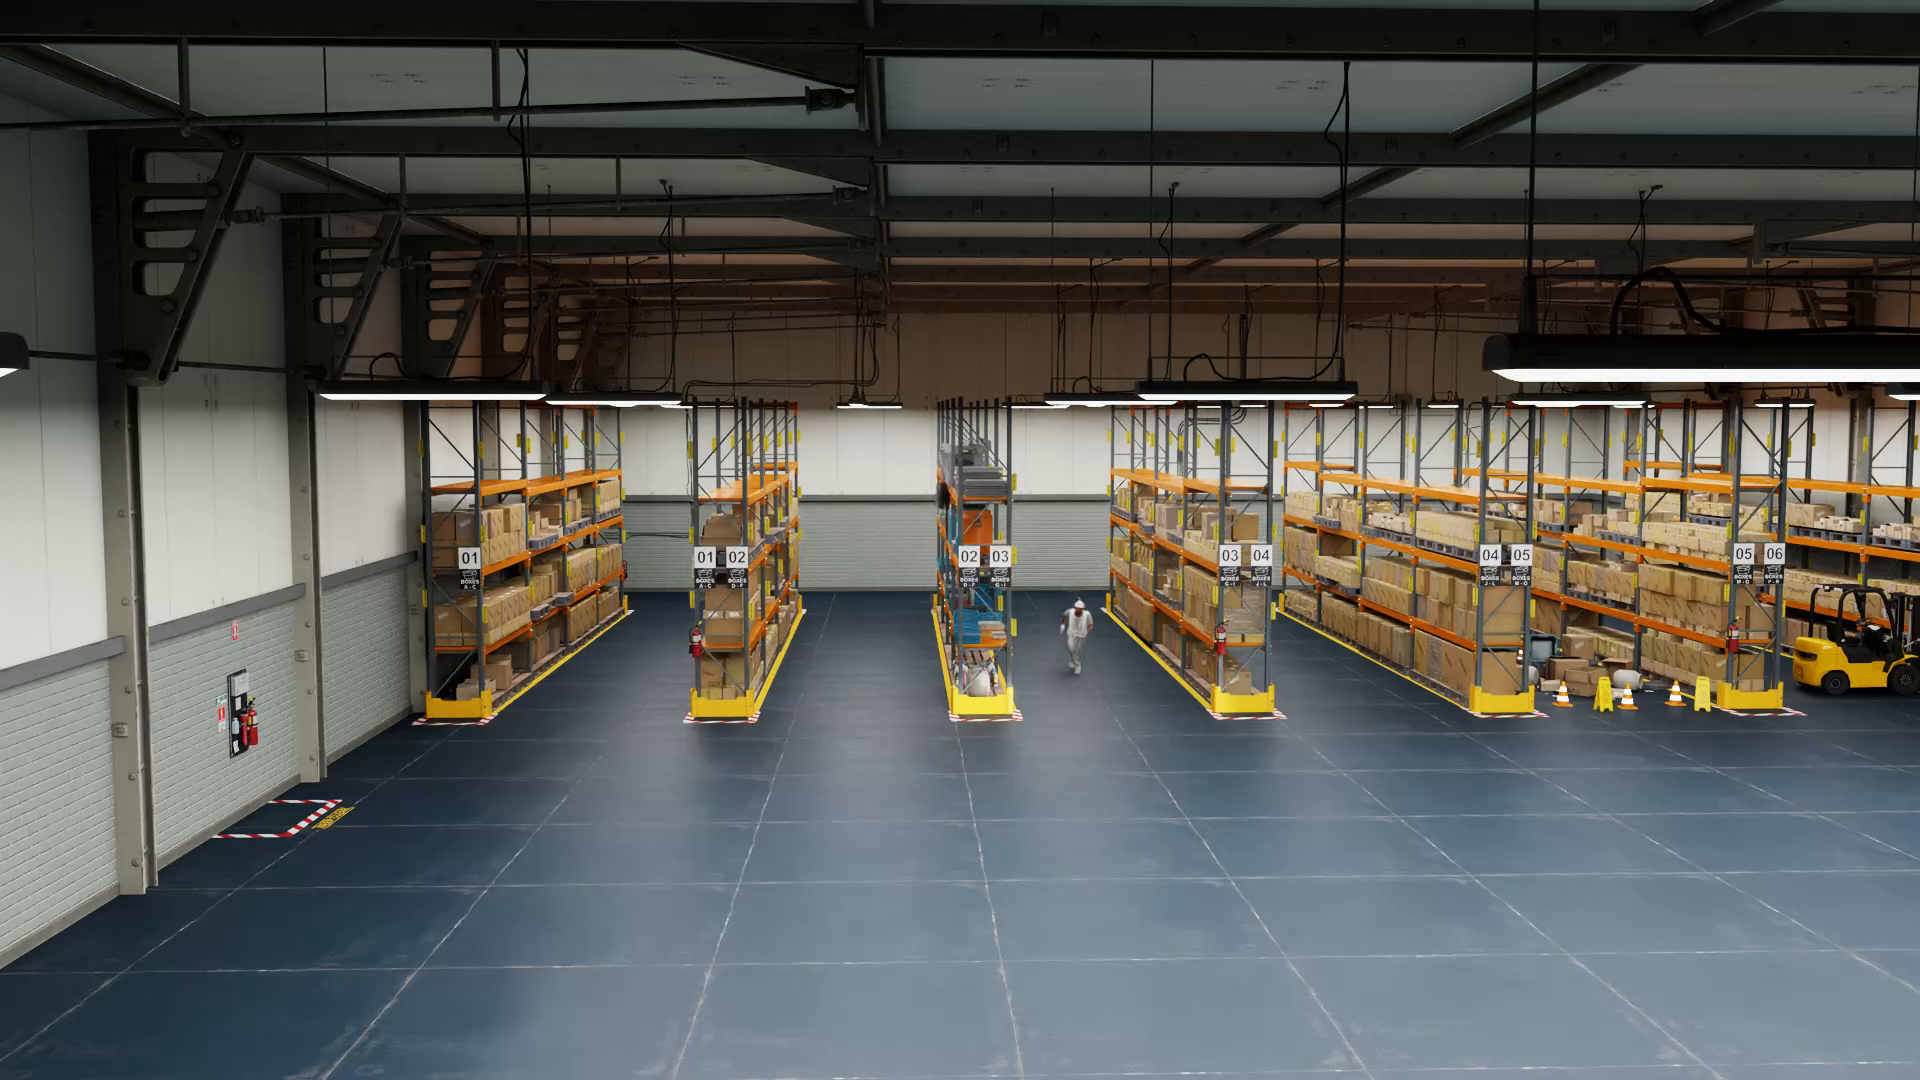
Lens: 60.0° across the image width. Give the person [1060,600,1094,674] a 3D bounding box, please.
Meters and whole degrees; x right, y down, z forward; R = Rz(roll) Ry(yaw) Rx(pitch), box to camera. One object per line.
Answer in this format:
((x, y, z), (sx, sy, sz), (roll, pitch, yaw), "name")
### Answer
((2.553, 2.084, 36.408), (0.703, 1.608, 1.099), (0, 4, -1), "person")
